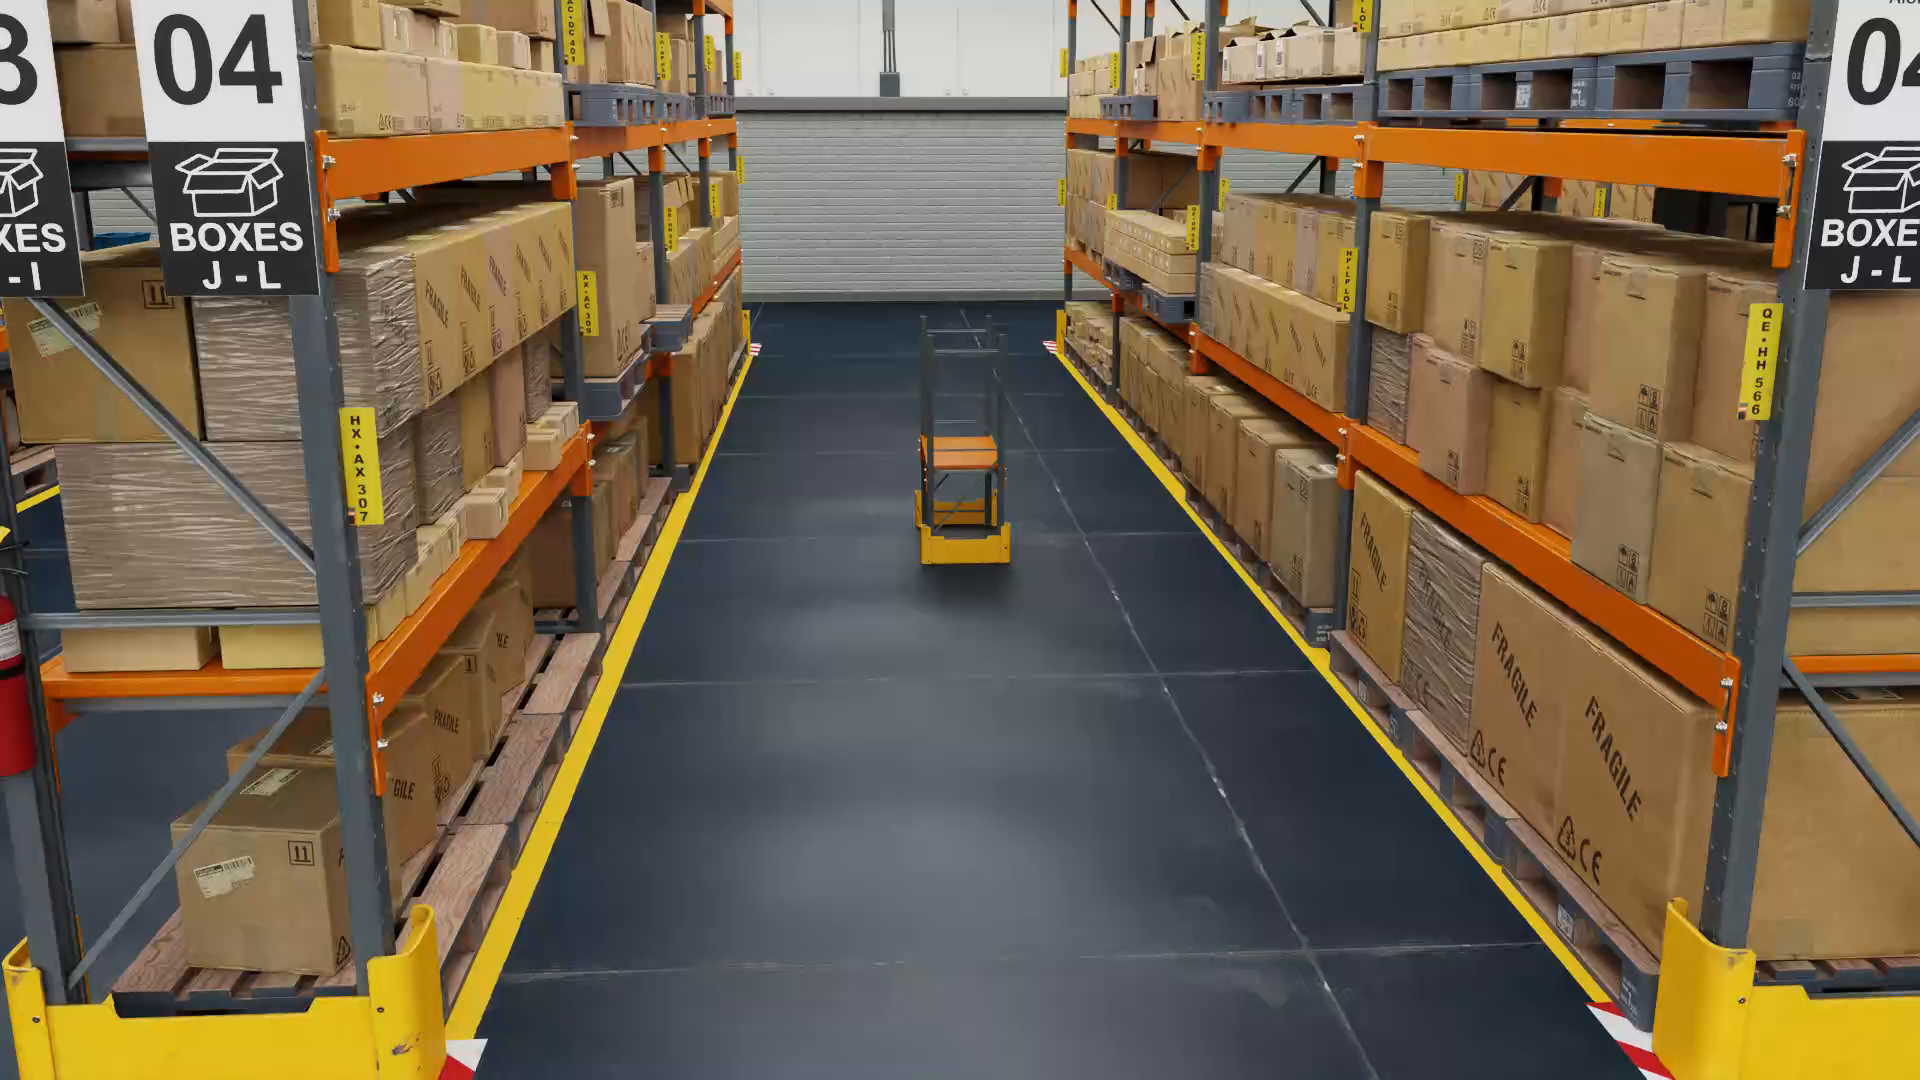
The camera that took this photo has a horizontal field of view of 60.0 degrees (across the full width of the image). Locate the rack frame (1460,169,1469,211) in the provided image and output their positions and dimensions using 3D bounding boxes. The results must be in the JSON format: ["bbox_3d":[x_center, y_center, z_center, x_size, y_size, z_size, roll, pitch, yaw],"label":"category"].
[{"bbox_3d":[6.718,-3.905,20.686,1.000,3.000,0.127,-1,14,-3],"label":"rack frame"}]

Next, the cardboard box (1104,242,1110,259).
[{"bbox_3d":[1.597,-2.786,15.995,0.380,0.149,0.250,-2,15,-6],"label":"cardboard box"}]

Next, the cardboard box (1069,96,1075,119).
[{"bbox_3d":[1.556,-5.068,19.487,0.500,0.250,0.500,0,14,-1],"label":"cardboard box"}]

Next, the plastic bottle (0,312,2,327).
[{"bbox_3d":[-7.325,-1.739,12.514,0.152,0.276,0.135,-1,14,-3],"label":"plastic bottle"}]

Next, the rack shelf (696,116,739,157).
[{"bbox_3d":[-3.049,-4.359,17.874,1.077,0.370,4.000,-1,14,-3],"label":"rack shelf"}]

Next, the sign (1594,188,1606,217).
[{"bbox_3d":[6.412,-3.359,16.667,0.100,0.325,0.005,-1,14,-3],"label":"sign"}]

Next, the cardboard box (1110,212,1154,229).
[{"bbox_3d":[1.620,-3.005,15.652,0.380,0.149,0.250,0,14,-2],"label":"cardboard box"}]

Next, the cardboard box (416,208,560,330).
[{"bbox_3d":[-2.095,-1.213,7.416,0.500,0.500,0.500,-1,14,-3],"label":"cardboard box"}]

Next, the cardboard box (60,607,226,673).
[{"bbox_3d":[-2.406,0.281,4.920,0.380,0.149,0.250,-1,14,-3],"label":"cardboard box"}]

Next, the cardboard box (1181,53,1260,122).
[{"bbox_3d":[1.990,-3.454,12.709,0.500,0.500,0.500,-1,14,-3],"label":"cardboard box"}]

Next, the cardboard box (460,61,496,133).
[{"bbox_3d":[-2.056,-1.658,6.232,0.500,0.250,0.500,0,14,-2],"label":"cardboard box"}]

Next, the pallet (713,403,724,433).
[{"bbox_3d":[-2.802,-1.216,15.831,1.003,0.211,1.213,-1,14,-3],"label":"pallet"}]

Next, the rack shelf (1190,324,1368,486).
[{"bbox_3d":[2.403,-0.969,10.715,1.077,0.370,4.000,-1,14,-3],"label":"rack shelf"}]

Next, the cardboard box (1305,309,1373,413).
[{"bbox_3d":[2.228,-0.994,9.168,0.500,0.500,0.500,-1,14,-4],"label":"cardboard box"}]

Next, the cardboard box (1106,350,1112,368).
[{"bbox_3d":[1.694,-1.849,16.976,0.380,0.149,0.250,-1,14,-2],"label":"cardboard box"}]

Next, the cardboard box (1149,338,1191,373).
[{"bbox_3d":[1.917,-1.588,14.349,0.500,0.250,0.500,-1,14,-2],"label":"cardboard box"}]

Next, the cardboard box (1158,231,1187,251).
[{"bbox_3d":[1.778,-2.361,13.152,0.380,0.149,0.250,-1,14,-4],"label":"cardboard box"}]

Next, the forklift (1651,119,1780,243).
[{"bbox_3d":[5.362,-1.376,10.993,3.031,2.935,1.130,12,19,40],"label":"forklift"}]

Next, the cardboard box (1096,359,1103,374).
[{"bbox_3d":[1.653,-1.855,17.594,0.380,0.149,0.250,-1,14,-5],"label":"cardboard box"}]

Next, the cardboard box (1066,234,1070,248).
[{"bbox_3d":[1.476,-3.597,19.989,0.380,0.149,0.250,-1,14,-4],"label":"cardboard box"}]

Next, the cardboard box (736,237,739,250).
[{"bbox_3d":[-2.805,-3.483,19.547,0.380,0.149,0.250,-1,14,-3],"label":"cardboard box"}]

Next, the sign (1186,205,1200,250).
[{"bbox_3d":[1.738,-2.326,12.382,0.100,0.325,0.005,-1,14,-3],"label":"sign"}]

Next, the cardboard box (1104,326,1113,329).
[{"bbox_3d":[1.733,-2.195,17.722,0.380,0.149,0.250,0,14,-2],"label":"cardboard box"}]

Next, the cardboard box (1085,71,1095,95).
[{"bbox_3d":[1.637,-4.931,17.951,0.500,0.250,0.500,-1,14,-6],"label":"cardboard box"}]

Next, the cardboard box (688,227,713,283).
[{"bbox_3d":[-2.624,-2.694,15.776,0.500,0.500,0.500,-1,14,-3],"label":"cardboard box"}]

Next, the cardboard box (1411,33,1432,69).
[{"bbox_3d":[2.242,-2.180,7.421,0.380,0.149,0.250,-1,14,-4],"label":"cardboard box"}]

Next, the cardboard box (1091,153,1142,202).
[{"bbox_3d":[1.677,-3.855,17.683,0.500,0.500,0.500,-1,14,-2],"label":"cardboard box"}]

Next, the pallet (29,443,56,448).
[{"bbox_3d":[-7.784,-0.834,14.344,1.003,0.211,1.213,-1,14,-3],"label":"pallet"}]

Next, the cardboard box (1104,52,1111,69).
[{"bbox_3d":[1.655,-4.824,16.732,0.380,0.149,0.250,-1,14,-4],"label":"cardboard box"}]

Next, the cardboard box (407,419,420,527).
[{"bbox_3d":[-2.339,-0.225,5.585,0.875,0.500,0.500,-1,14,-3],"label":"cardboard box"}]

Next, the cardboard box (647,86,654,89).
[{"bbox_3d":[-2.403,-3.028,11.558,0.500,0.250,0.500,-1,14,-3],"label":"cardboard box"}]

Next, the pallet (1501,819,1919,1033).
[{"bbox_3d":[2.647,1.328,5.941,1.003,0.211,1.213,-1,14,-3],"label":"pallet"}]

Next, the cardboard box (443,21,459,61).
[{"bbox_3d":[-2.106,-1.869,6.251,0.380,0.149,0.250,-1,14,-5],"label":"cardboard box"}]

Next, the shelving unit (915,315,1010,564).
[{"bbox_3d":[0.005,-0.707,11.266,0.587,1.500,1.083,-1,14,-3],"label":"shelving unit"}]

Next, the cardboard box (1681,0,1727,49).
[{"bbox_3d":[2.401,-1.548,4.963,0.380,0.149,0.250,-1,14,-3],"label":"cardboard box"}]

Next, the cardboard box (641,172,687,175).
[{"bbox_3d":[-3.382,-3.939,19.016,0.500,0.500,0.500,-1,14,-5],"label":"cardboard box"}]

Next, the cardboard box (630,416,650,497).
[{"bbox_3d":[-2.616,-0.599,11.968,0.700,0.500,0.500,-2,15,-6],"label":"cardboard box"}]

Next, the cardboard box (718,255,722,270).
[{"bbox_3d":[-2.645,-2.846,17.070,0.380,0.149,0.250,0,14,-2],"label":"cardboard box"}]

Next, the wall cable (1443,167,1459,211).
[{"bbox_3d":[7.760,-5.824,26.104,0.588,1.984,0.122,-1,14,-3],"label":"wall cable"}]

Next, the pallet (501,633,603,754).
[{"bbox_3d":[-2.353,0.749,8.192,1.003,0.211,1.213,-1,14,-3],"label":"pallet"}]

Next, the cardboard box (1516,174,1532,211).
[{"bbox_3d":[6.574,-3.934,18.589,0.500,0.500,0.500,-1,14,-3],"label":"cardboard box"}]

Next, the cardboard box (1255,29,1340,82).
[{"bbox_3d":[2.167,-3.040,10.437,0.500,0.311,0.500,-1,14,-4],"label":"cardboard box"}]

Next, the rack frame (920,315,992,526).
[{"bbox_3d":[-0.026,-0.832,11.748,0.500,1.500,0.032,-1,14,-3],"label":"rack frame"}]

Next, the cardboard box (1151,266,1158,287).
[{"bbox_3d":[1.760,-2.137,13.475,0.380,0.149,0.250,-1,14,-2],"label":"cardboard box"}]

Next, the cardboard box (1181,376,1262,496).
[{"bbox_3d":[2.227,-0.775,12.192,1.050,0.750,0.750,-1,14,-4],"label":"cardboard box"}]

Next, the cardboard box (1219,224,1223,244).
[{"bbox_3d":[2.379,-2.563,13.936,0.380,0.149,0.250,0,14,-1],"label":"cardboard box"}]

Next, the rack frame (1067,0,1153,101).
[{"bbox_3d":[1.783,-6.709,19.543,1.000,3.000,0.127,-1,14,-3],"label":"rack frame"}]

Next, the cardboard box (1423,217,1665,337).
[{"bbox_3d":[2.666,-1.188,7.655,0.875,0.550,0.550,-1,14,-3],"label":"cardboard box"}]

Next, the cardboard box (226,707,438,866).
[{"bbox_3d":[-2.275,0.930,6.065,0.500,0.500,0.500,3,15,11],"label":"cardboard box"}]

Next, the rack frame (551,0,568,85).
[{"bbox_3d":[-2.430,-3.673,7.744,1.000,3.000,0.127,-1,14,-3],"label":"rack frame"}]

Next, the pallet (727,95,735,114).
[{"bbox_3d":[-3.117,-4.978,19.012,1.003,0.211,1.213,-1,14,-3],"label":"pallet"}]

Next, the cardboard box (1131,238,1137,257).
[{"bbox_3d":[1.696,-2.541,14.446,0.380,0.149,0.250,-1,14,-5],"label":"cardboard box"}]

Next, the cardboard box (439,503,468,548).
[{"bbox_3d":[-2.046,-0.037,6.154,0.380,0.149,0.250,-1,14,-3],"label":"cardboard box"}]

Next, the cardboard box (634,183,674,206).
[{"bbox_3d":[-2.744,-2.641,13.559,0.797,0.503,0.637,-1,14,-2],"label":"cardboard box"}]

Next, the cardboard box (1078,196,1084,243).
[{"bbox_3d":[1.612,-3.626,18.801,0.500,0.500,0.500,-1,14,-3],"label":"cardboard box"}]
